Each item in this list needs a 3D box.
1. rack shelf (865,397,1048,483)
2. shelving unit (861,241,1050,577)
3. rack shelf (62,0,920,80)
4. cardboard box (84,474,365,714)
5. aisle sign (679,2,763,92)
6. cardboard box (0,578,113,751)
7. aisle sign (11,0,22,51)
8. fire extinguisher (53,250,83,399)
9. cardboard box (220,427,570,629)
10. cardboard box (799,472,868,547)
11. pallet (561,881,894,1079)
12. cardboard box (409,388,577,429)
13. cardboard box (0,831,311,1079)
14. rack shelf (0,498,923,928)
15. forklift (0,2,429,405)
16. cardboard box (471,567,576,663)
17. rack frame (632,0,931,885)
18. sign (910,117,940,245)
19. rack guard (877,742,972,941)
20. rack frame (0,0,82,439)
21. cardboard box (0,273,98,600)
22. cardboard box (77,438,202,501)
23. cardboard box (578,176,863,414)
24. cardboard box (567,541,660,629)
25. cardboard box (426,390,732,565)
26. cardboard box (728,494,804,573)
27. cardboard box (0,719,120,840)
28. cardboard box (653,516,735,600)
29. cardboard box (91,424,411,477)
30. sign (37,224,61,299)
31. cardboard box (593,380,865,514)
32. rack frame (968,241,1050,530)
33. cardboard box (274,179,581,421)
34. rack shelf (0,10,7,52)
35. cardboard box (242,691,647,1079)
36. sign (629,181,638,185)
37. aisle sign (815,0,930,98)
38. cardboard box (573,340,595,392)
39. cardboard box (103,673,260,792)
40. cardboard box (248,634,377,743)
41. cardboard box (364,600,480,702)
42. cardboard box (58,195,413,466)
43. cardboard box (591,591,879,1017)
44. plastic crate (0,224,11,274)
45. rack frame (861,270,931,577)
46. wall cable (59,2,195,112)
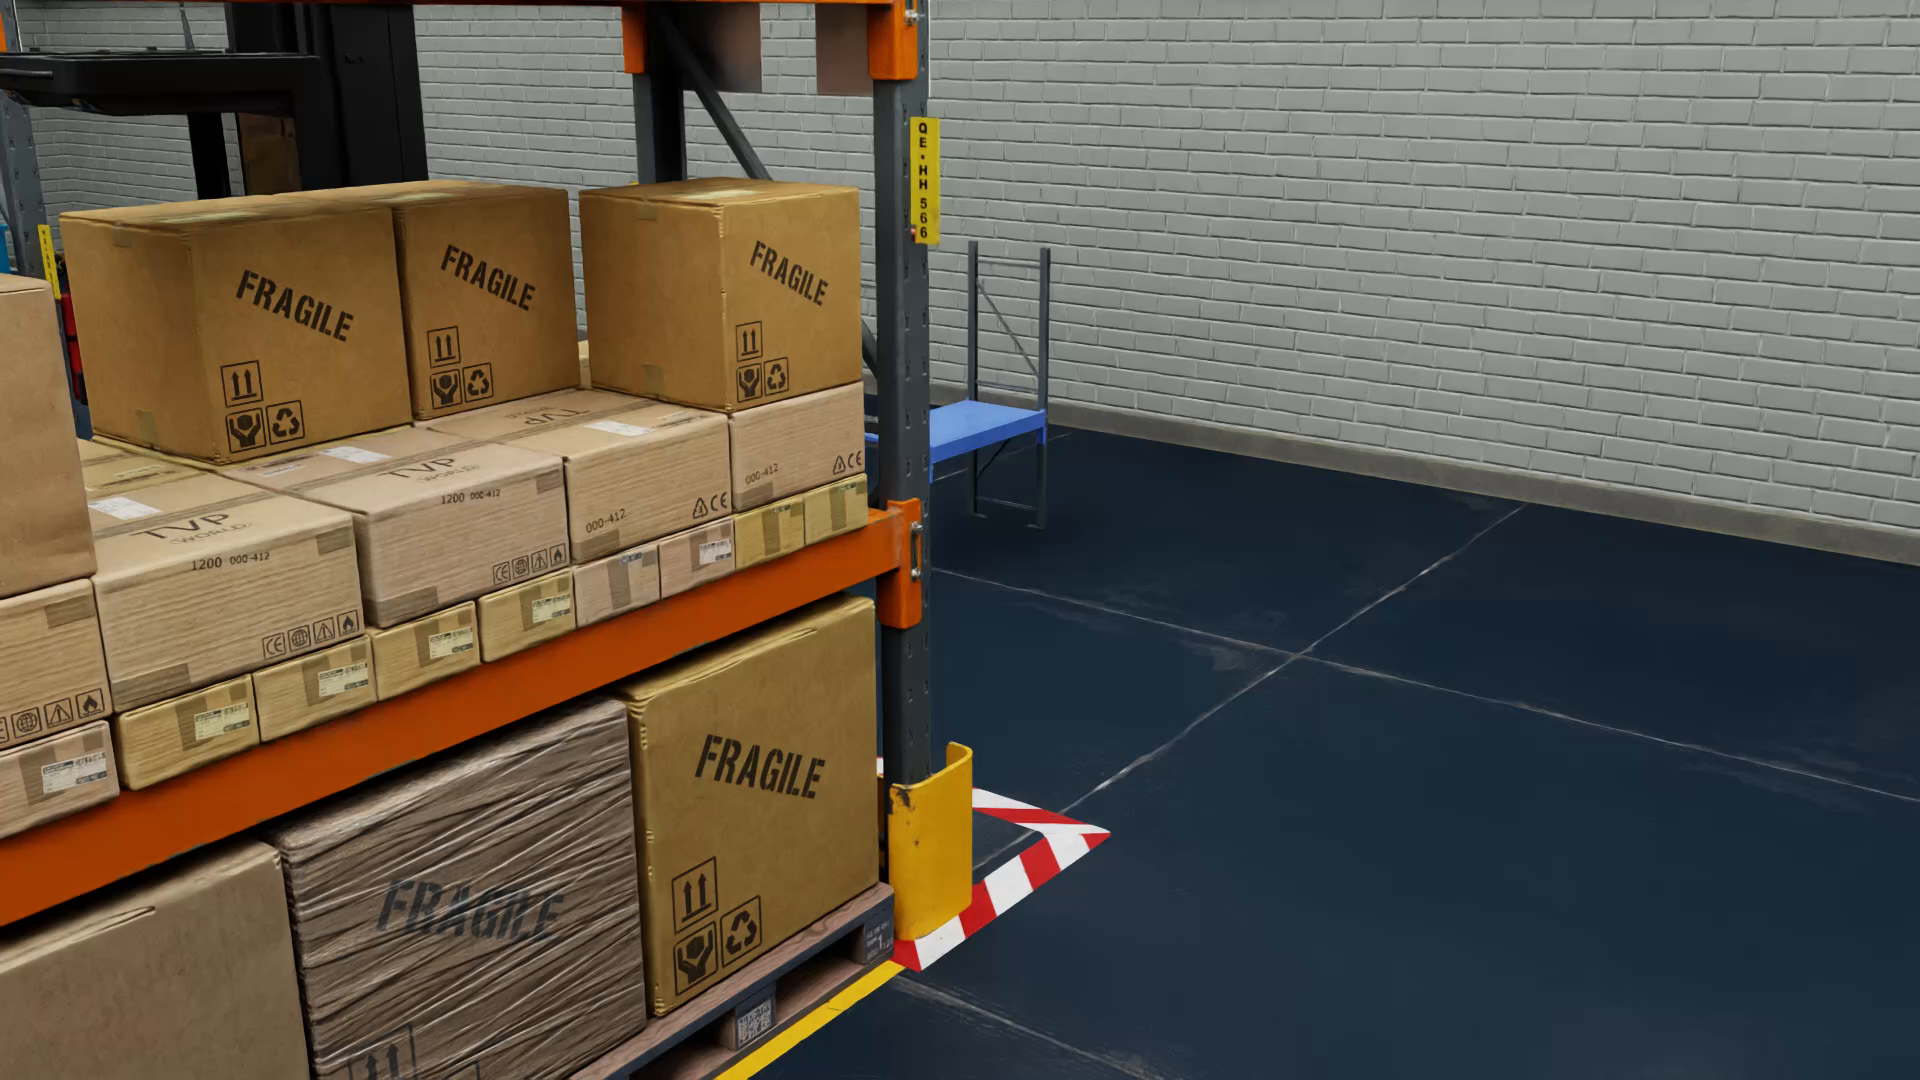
[{"bbox_3d":[-0.051,-0.524,8.509,0.538,0.185,1.000,12,21,35],"label":"rack shelf"},{"bbox_3d":[-0.051,-0.696,8.456,0.538,1.500,1.048,12,21,35],"label":"shelving unit"},{"bbox_3d":[-1.714,-0.989,3.026,1.077,0.370,4.000,12,21,35],"label":"rack shelf"},{"bbox_3d":[-1.511,0.082,3.172,0.500,0.250,0.500,12,21,35],"label":"cardboard box"},{"bbox_3d":[-0.720,-1.688,4.738,0.394,0.787,0.004,12,21,35],"label":"aisle sign"},{"bbox_3d":[-1.811,0.198,2.799,0.500,0.250,0.500,13,22,36],"label":"cardboard box"},{"bbox_3d":[-4.222,-2.458,7.219,0.394,0.787,0.004,12,21,35],"label":"aisle sign"},{"bbox_3d":[-4.045,-0.992,7.640,0.296,0.674,0.183,12,21,35],"label":"fire extinguisher"},{"bbox_3d":[-1.203,-0.043,3.574,0.500,0.250,0.500,12,21,33],"label":"cardboard box"},{"bbox_3d":[-0.470,-0.113,4.475,0.380,0.149,0.250,13,21,36],"label":"cardboard box"},{"bbox_3d":[-0.936,1.160,4.654,1.003,0.211,1.213,12,21,35],"label":"pallet"},{"bbox_3d":[-1.329,-0.255,4.259,0.500,0.250,0.500,12,21,34],"label":"cardboard box"},{"bbox_3d":[-1.912,1.033,3.234,0.875,0.875,0.875,12,21,35],"label":"cardboard box"},{"bbox_3d":[-1.714,0.444,3.471,1.077,0.370,4.000,12,21,35],"label":"rack shelf"},{"bbox_3d":[-2.707,-0.682,5.999,3.031,2.935,1.130,-15,23,-40],"label":"forklift"},{"bbox_3d":[-1.077,0.130,3.691,0.380,0.149,0.250,12,21,33],"label":"cardboard box"},{"bbox_3d":[-0.522,-0.376,4.898,1.000,3.000,0.127,12,21,35],"label":"rack frame"},{"bbox_3d":[-0.095,-0.943,4.372,0.100,0.325,0.005,12,21,35],"label":"sign"},{"bbox_3d":[-0.508,0.812,5.287,1.175,0.500,0.348,12,21,35],"label":"rack guard"},{"bbox_3d":[-4.500,-1.252,7.716,1.000,3.000,0.127,12,21,35],"label":"rack frame"},{"bbox_3d":[-1.809,-0.162,2.694,0.500,0.500,0.500,12,21,33],"label":"cardboard box"},{"bbox_3d":[-1.938,-0.011,3.473,0.500,0.250,0.500,12,21,34],"label":"cardboard box"},{"bbox_3d":[-0.601,-0.642,4.242,0.500,0.500,0.500,13,21,35],"label":"cardboard box"},{"bbox_3d":[-0.924,0.068,3.891,0.380,0.149,0.250,13,21,36],"label":"cardboard box"},{"bbox_3d":[-0.901,-0.164,3.965,0.500,0.250,0.500,12,21,34],"label":"cardboard box"},{"bbox_3d":[-0.623,-0.051,4.274,0.380,0.149,0.250,13,21,35],"label":"cardboard box"},{"bbox_3d":[-1.690,0.376,2.899,0.380,0.149,0.250,13,21,35],"label":"cardboard box"},{"bbox_3d":[-0.775,0.009,4.081,0.380,0.149,0.250,12,21,35],"label":"cardboard box"},{"bbox_3d":[-1.632,-0.136,3.876,0.500,0.250,0.500,12,21,33],"label":"cardboard box"},{"bbox_3d":[-4.048,-1.236,7.392,0.100,0.325,0.005,12,21,35],"label":"sign"},{"bbox_3d":[-0.598,-0.284,4.353,0.500,0.250,0.500,12,21,34],"label":"cardboard box"},{"bbox_3d":[0.252,-0.817,8.846,0.500,1.500,0.032,12,21,35],"label":"rack frame"},{"bbox_3d":[-1.323,-0.619,4.167,0.500,0.500,0.500,12,21,33],"label":"cardboard box"},{"bbox_3d":[-5.692,-1.864,5.844,1.077,0.370,4.000,12,21,35],"label":"rack shelf"},{"bbox_3d":[-1.381,0.821,3.916,0.875,0.875,0.875,12,21,35],"label":"cardboard box"},{"bbox_3d":[-0.964,-0.927,5.078,0.100,0.325,0.005,12,21,35],"label":"sign"},{"bbox_3d":[-0.238,-1.582,4.397,0.394,0.787,0.004,12,21,35],"label":"aisle sign"},{"bbox_3d":[-1.025,-0.380,4.662,0.500,0.250,0.500,12,21,33],"label":"cardboard box"},{"bbox_3d":[-1.535,0.313,3.101,0.380,0.149,0.250,12,21,33],"label":"cardboard box"},{"bbox_3d":[-1.381,0.251,3.302,0.380,0.149,0.250,13,21,36],"label":"cardboard box"},{"bbox_3d":[-1.231,0.192,3.491,0.380,0.149,0.250,13,21,35],"label":"cardboard box"},{"bbox_3d":[-1.627,-0.495,3.766,0.500,0.500,0.500,12,21,33],"label":"cardboard box"},{"bbox_3d":[-0.839,0.604,4.614,0.875,0.875,0.875,12,21,35],"label":"cardboard box"},{"bbox_3d":[-4.549,-1.184,7.339,0.616,0.435,0.499,12,21,35],"label":"plastic crate"},{"bbox_3d":[-0.354,-0.575,8.066,0.500,1.500,0.032,12,21,35],"label":"rack frame"},{"bbox_3d":[-8.799,-5.668,17.059,3.097,2.526,0.112,12,21,35],"label":"wall cable"}]
